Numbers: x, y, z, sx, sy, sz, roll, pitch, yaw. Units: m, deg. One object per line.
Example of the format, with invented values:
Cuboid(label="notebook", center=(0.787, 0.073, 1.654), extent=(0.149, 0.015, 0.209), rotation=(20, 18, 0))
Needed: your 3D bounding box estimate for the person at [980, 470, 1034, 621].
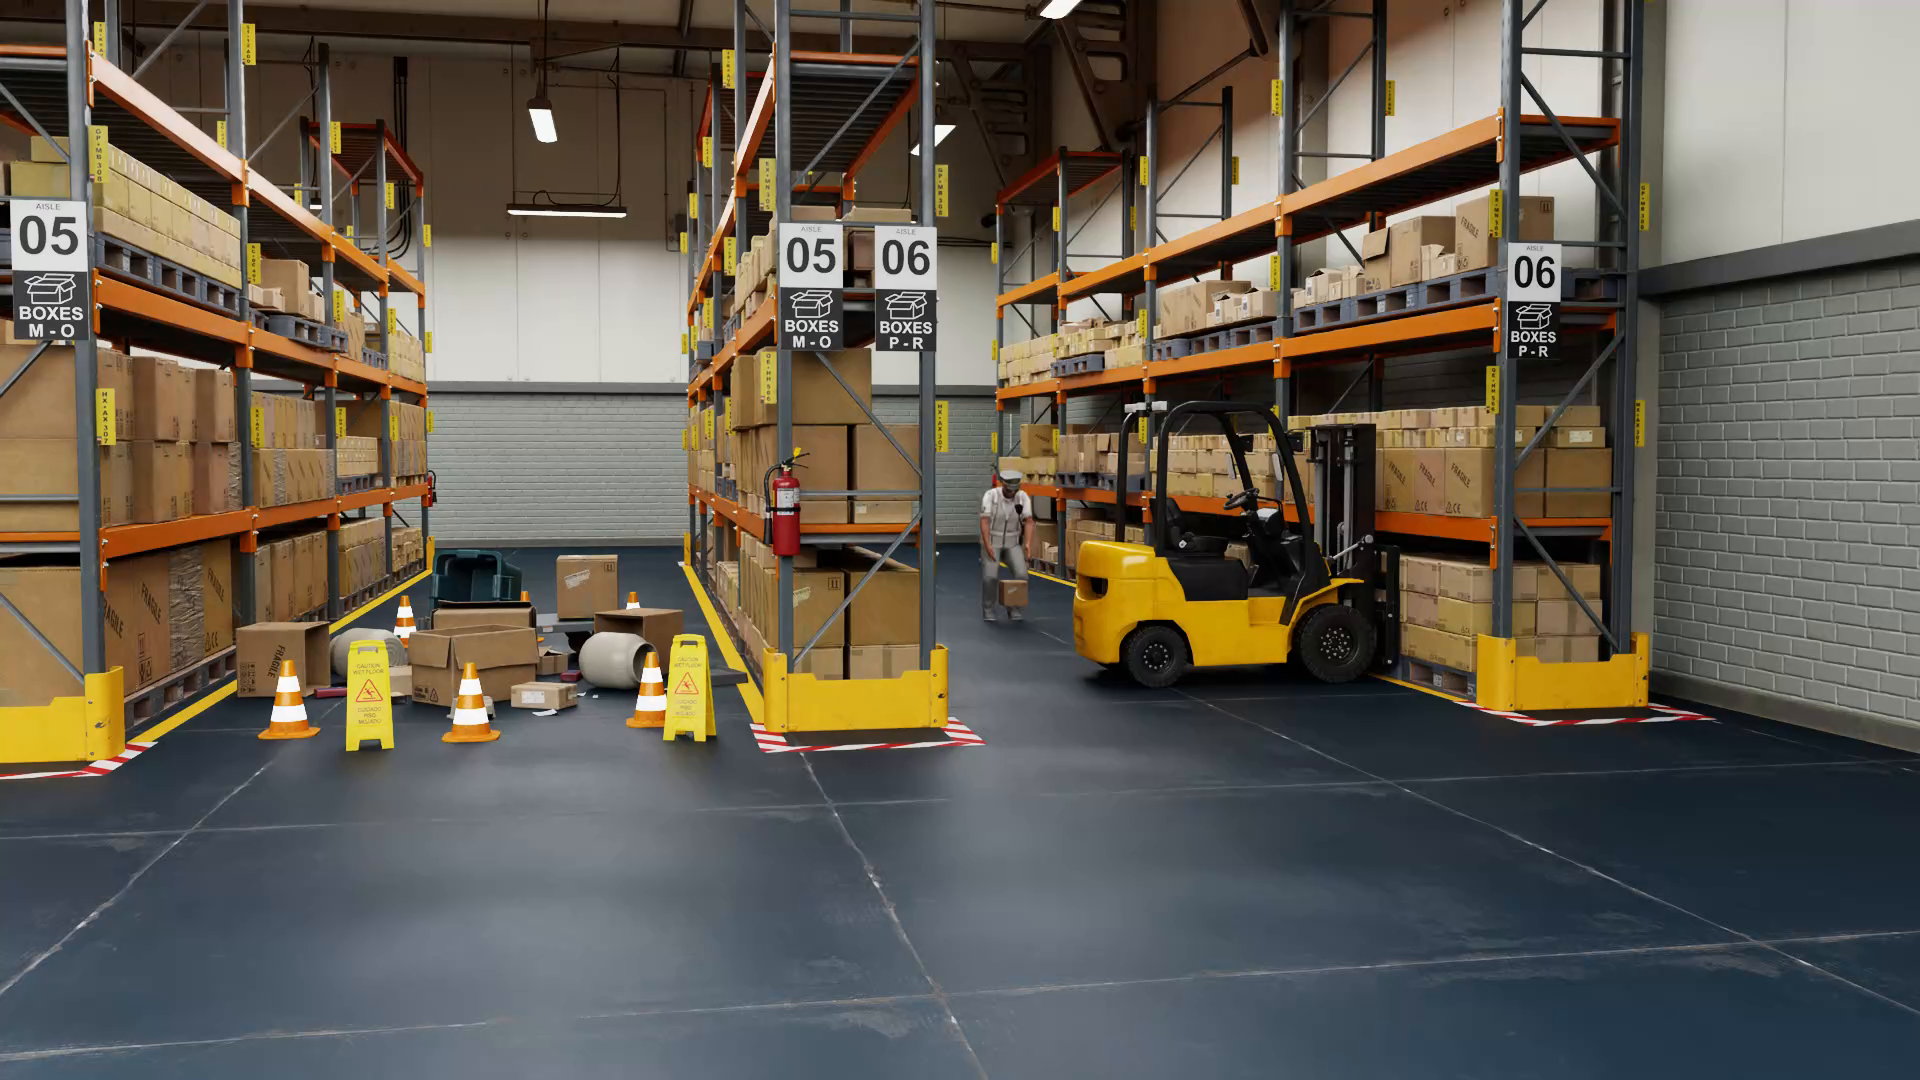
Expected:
Cuboid(label="person", center=(0.490, 0.058, 17.561), extent=(0.581, 1.594, 0.658), rotation=(-1, 3, -11))
